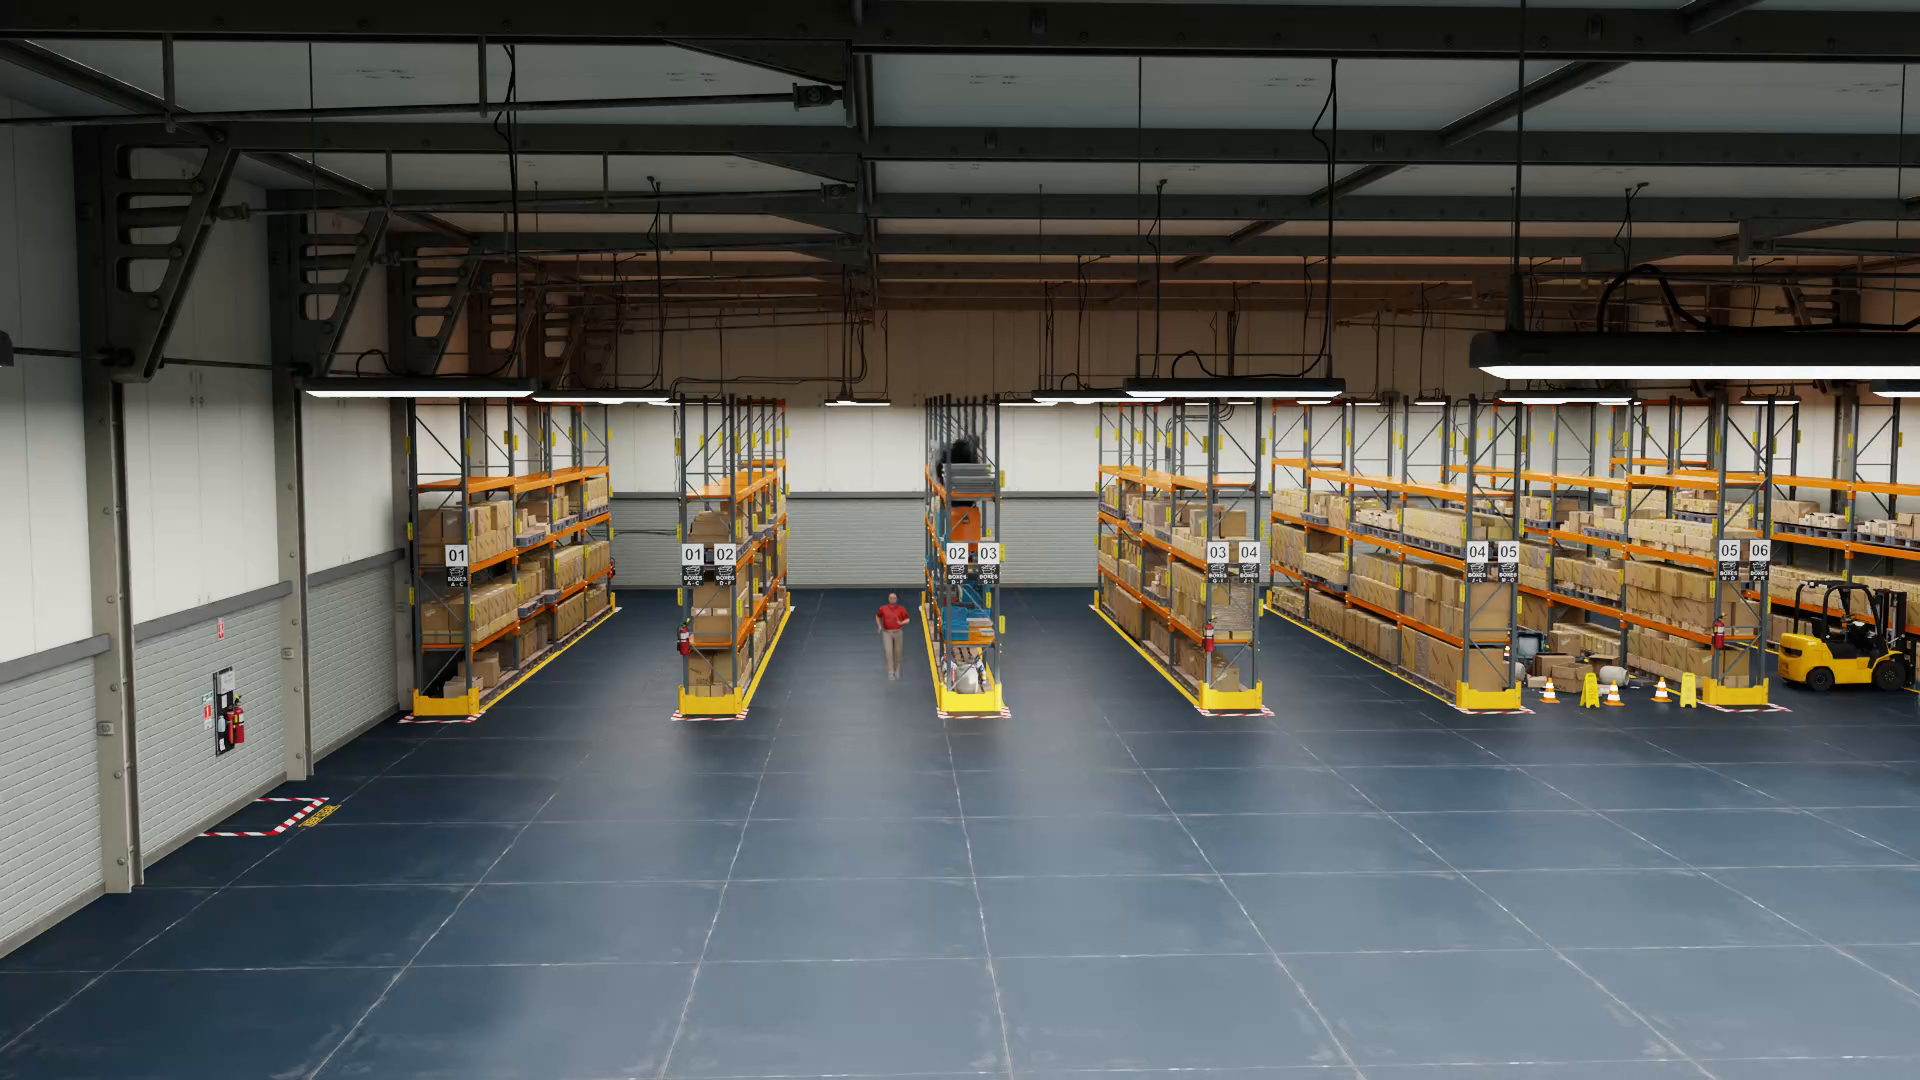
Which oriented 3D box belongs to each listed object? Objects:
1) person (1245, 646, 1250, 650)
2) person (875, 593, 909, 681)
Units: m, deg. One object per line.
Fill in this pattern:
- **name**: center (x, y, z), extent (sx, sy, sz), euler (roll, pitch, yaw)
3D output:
- **person**: center (6.786, 1.827, 39.590), extent (0.537, 1.561, 0.589), euler (-1, 5, -14)
- **person**: center (-1.350, 1.951, 33.409), extent (0.672, 1.766, 0.892), euler (0, 5, -6)
